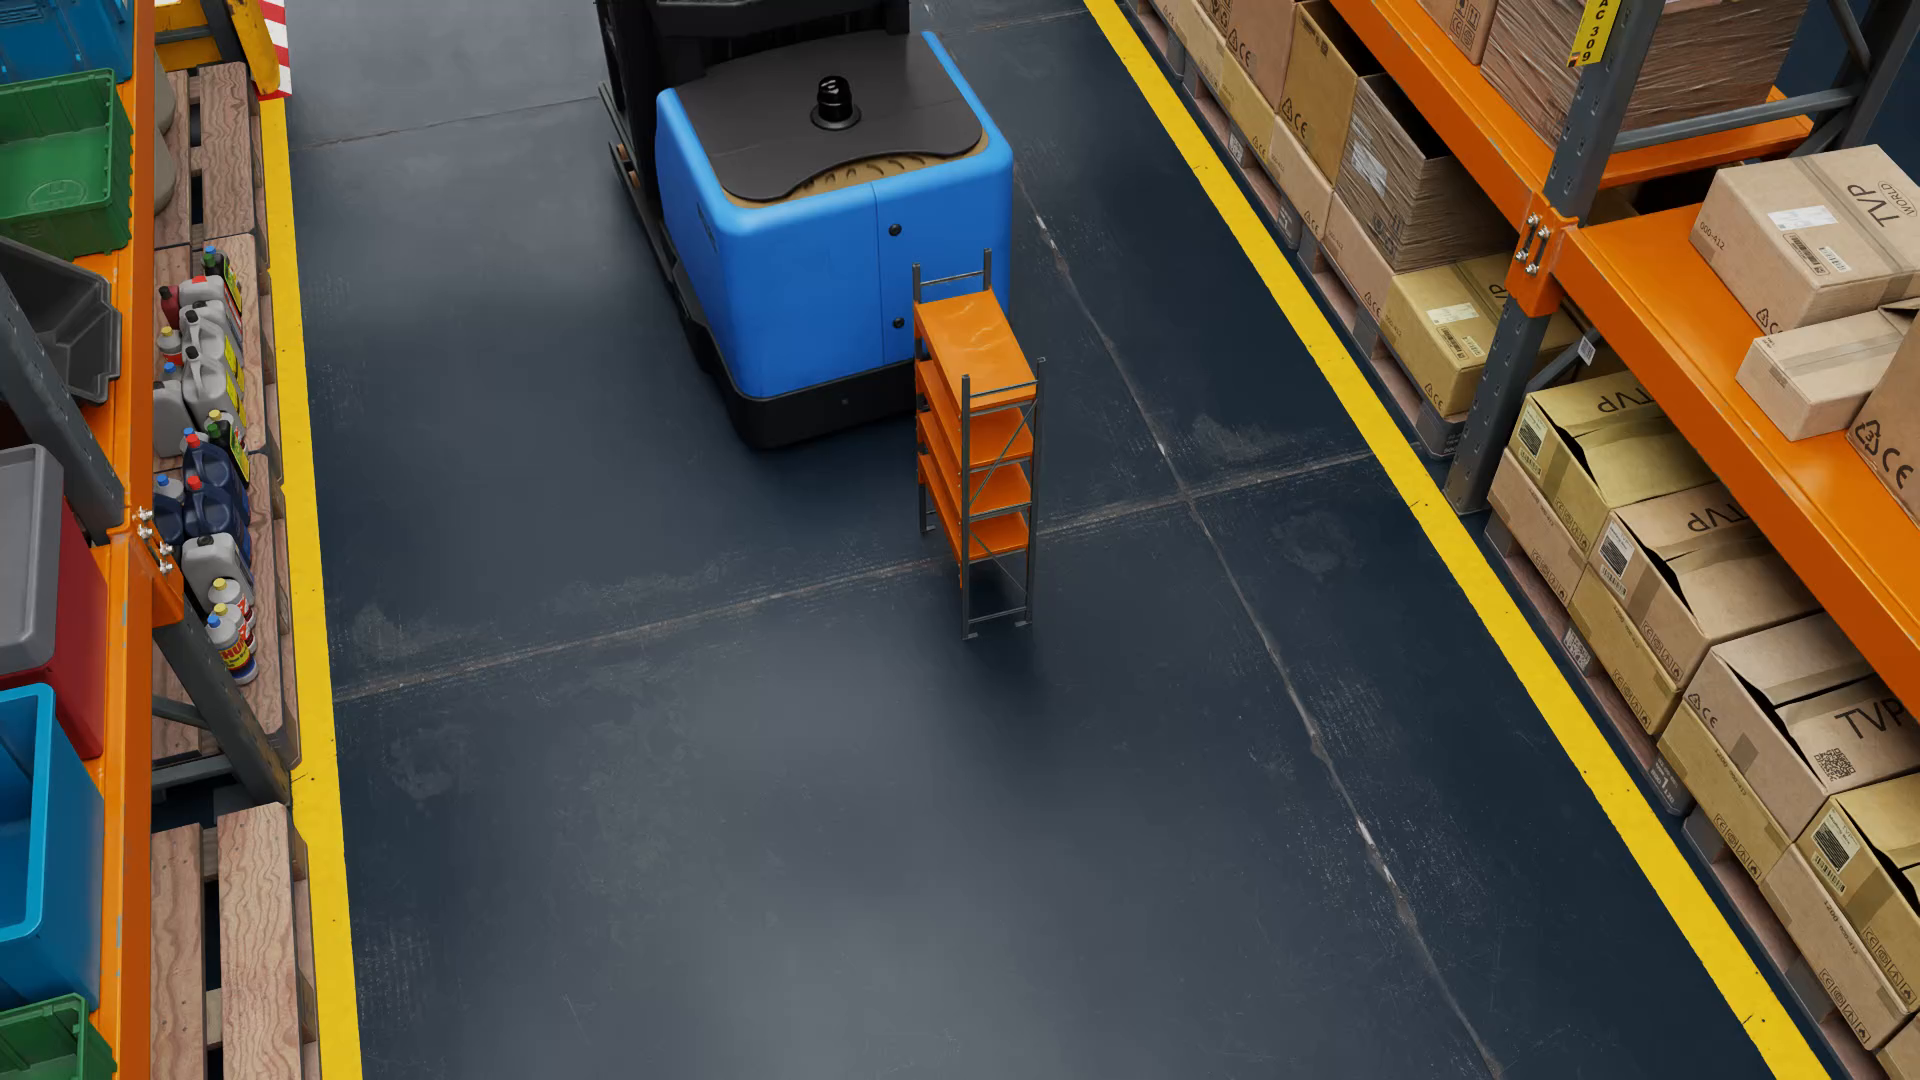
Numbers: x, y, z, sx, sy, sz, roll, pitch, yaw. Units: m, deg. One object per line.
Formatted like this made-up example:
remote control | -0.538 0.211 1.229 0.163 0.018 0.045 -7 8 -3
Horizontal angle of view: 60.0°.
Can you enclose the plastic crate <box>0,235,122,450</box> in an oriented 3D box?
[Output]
plastic crate | -2.566 -0.476 4.230 0.767 0.338 0.504 -13 51 -11

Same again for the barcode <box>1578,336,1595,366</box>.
barcode | 1.878 -0.567 4.986 0.001 0.075 0.075 -13 51 -11

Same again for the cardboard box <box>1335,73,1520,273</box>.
cardboard box | 1.718 -1.350 5.960 0.500 0.500 0.500 -13 51 -11

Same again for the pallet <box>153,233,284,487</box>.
pallet | -3.055 -0.579 6.100 1.003 0.211 1.213 -13 51 -11

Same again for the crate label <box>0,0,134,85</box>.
crate label | -2.912 -1.735 5.228 0.502 0.435 0.616 -13 51 -11

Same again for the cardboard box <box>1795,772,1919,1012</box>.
cardboard box | 2.541 0.848 4.230 0.500 0.311 0.500 -12 51 -10

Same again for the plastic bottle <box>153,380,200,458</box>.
plastic bottle | -2.690 -0.429 5.643 0.152 0.276 0.135 -13 51 -11

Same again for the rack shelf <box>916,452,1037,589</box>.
rack shelf | 0.049 -0.094 5.393 0.258 0.148 0.480 -13 51 -11

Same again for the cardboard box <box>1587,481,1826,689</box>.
cardboard box | 2.228 0.093 4.867 0.500 0.311 0.500 -14 51 -11

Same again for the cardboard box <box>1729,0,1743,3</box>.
cardboard box | 2.306 -1.684 4.718 0.380 0.149 0.250 -13 51 -11

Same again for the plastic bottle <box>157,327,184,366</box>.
plastic bottle | -2.777 -0.671 5.896 0.097 0.201 0.097 0 50 0

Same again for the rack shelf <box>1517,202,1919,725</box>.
rack shelf | 2.792 0.490 3.845 1.077 0.370 4.000 -13 51 -11

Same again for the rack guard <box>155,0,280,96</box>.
rack guard | -3.648 -2.156 7.241 1.175 0.500 0.348 -13 51 -11

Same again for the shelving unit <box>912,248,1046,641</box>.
shelving unit | 0.049 -0.266 5.189 0.258 1.200 0.503 -13 51 -11

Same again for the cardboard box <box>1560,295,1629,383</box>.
cardboard box | 2.353 -0.859 6.036 0.500 0.250 0.500 -13 51 -11

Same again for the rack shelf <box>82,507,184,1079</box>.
rack shelf | -1.941 1.607 2.903 1.077 0.370 4.000 -13 51 -11

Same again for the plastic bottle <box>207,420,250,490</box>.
plastic bottle | -2.439 -0.303 5.532 0.061 0.283 0.133 -11 51 -9

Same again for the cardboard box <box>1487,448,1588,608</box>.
cardboard box | 2.083 -0.101 5.397 0.500 0.250 0.500 -14 51 -12

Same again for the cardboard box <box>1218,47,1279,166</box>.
cardboard box | 1.406 -1.835 6.859 0.500 0.250 0.500 -13 51 -11

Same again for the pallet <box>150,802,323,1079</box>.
pallet | -2.263 1.378 4.450 1.003 0.211 1.213 -13 51 -11

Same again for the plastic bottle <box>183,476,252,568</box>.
plastic bottle | -2.375 -0.057 5.281 0.144 0.351 0.185 -12 51 -10

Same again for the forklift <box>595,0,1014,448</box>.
forklift | -0.822 -2.425 5.877 1.130 2.935 3.031 -17 52 -14

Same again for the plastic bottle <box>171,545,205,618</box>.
plastic bottle | -2.431 0.111 5.183 0.061 0.283 0.133 -13 51 -11

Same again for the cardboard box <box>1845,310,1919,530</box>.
cardboard box | 2.568 -0.285 3.963 0.500 0.500 0.500 -10 51 -8

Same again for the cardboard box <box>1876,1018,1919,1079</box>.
cardboard box | 2.693 1.397 4.134 0.500 0.250 0.500 -12 51 -10

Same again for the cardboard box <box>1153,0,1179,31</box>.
cardboard box | 1.115 -2.567 7.476 0.500 0.250 0.500 -13 51 -11

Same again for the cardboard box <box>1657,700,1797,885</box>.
cardboard box | 2.389 0.650 4.763 0.500 0.250 0.500 -15 51 -12

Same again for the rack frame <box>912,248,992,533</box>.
rack frame | -0.023 -0.444 5.340 0.240 1.200 0.015 -13 51 -11

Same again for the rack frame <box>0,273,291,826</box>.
rack frame | -2.532 -0.085 3.860 1.000 3.000 0.127 -13 51 -11

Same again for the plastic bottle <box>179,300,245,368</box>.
plastic bottle | -2.664 -0.737 5.903 0.152 0.276 0.135 -15 51 -12

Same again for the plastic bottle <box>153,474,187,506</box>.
plastic bottle | -2.533 -0.110 5.377 0.097 0.271 0.097 0 50 0

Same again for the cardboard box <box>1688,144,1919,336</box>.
cardboard box | 2.388 -0.804 4.564 0.500 0.250 0.500 -10 51 -9

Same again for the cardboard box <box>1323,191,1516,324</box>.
cardboard box | 1.716 -1.108 6.246 0.500 0.250 0.500 -13 51 -11

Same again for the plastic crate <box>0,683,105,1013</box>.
plastic crate | -1.909 0.655 3.246 0.392 0.384 0.575 -13 51 -11

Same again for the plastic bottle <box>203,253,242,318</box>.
plastic bottle | -2.701 -0.949 6.077 0.061 0.283 0.133 -12 51 -10

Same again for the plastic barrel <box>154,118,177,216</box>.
plastic barrel | -3.299 -1.511 6.414 0.421 0.512 0.421 0 50 0

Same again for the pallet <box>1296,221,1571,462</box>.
pallet | 2.006 -0.894 6.365 1.003 0.211 1.213 -13 51 -11

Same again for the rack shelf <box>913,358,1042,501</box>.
rack shelf | 0.049 -0.367 5.070 0.258 0.148 0.480 -13 51 -11

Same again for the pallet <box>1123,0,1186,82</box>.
pallet | 1.284 -2.676 7.868 1.003 0.211 1.213 -13 51 -11

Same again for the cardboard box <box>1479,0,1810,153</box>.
cardboard box | 2.063 -1.557 5.036 0.700 0.500 0.500 -15 51 -12

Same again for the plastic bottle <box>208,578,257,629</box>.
plastic bottle | -2.268 0.195 5.167 0.097 0.201 0.097 0 50 0

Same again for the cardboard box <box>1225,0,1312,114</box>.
cardboard box | 1.405 -2.077 6.572 0.500 0.500 0.500 -13 51 -11

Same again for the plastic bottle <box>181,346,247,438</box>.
plastic bottle | -2.556 -0.505 5.659 0.144 0.351 0.185 -14 51 -11

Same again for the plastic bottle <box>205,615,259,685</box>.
plastic bottle | -2.208 0.321 5.015 0.097 0.271 0.097 0 50 0

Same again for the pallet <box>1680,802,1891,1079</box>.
pallet | 2.820 1.118 4.669 1.003 0.211 1.213 -13 51 -11
